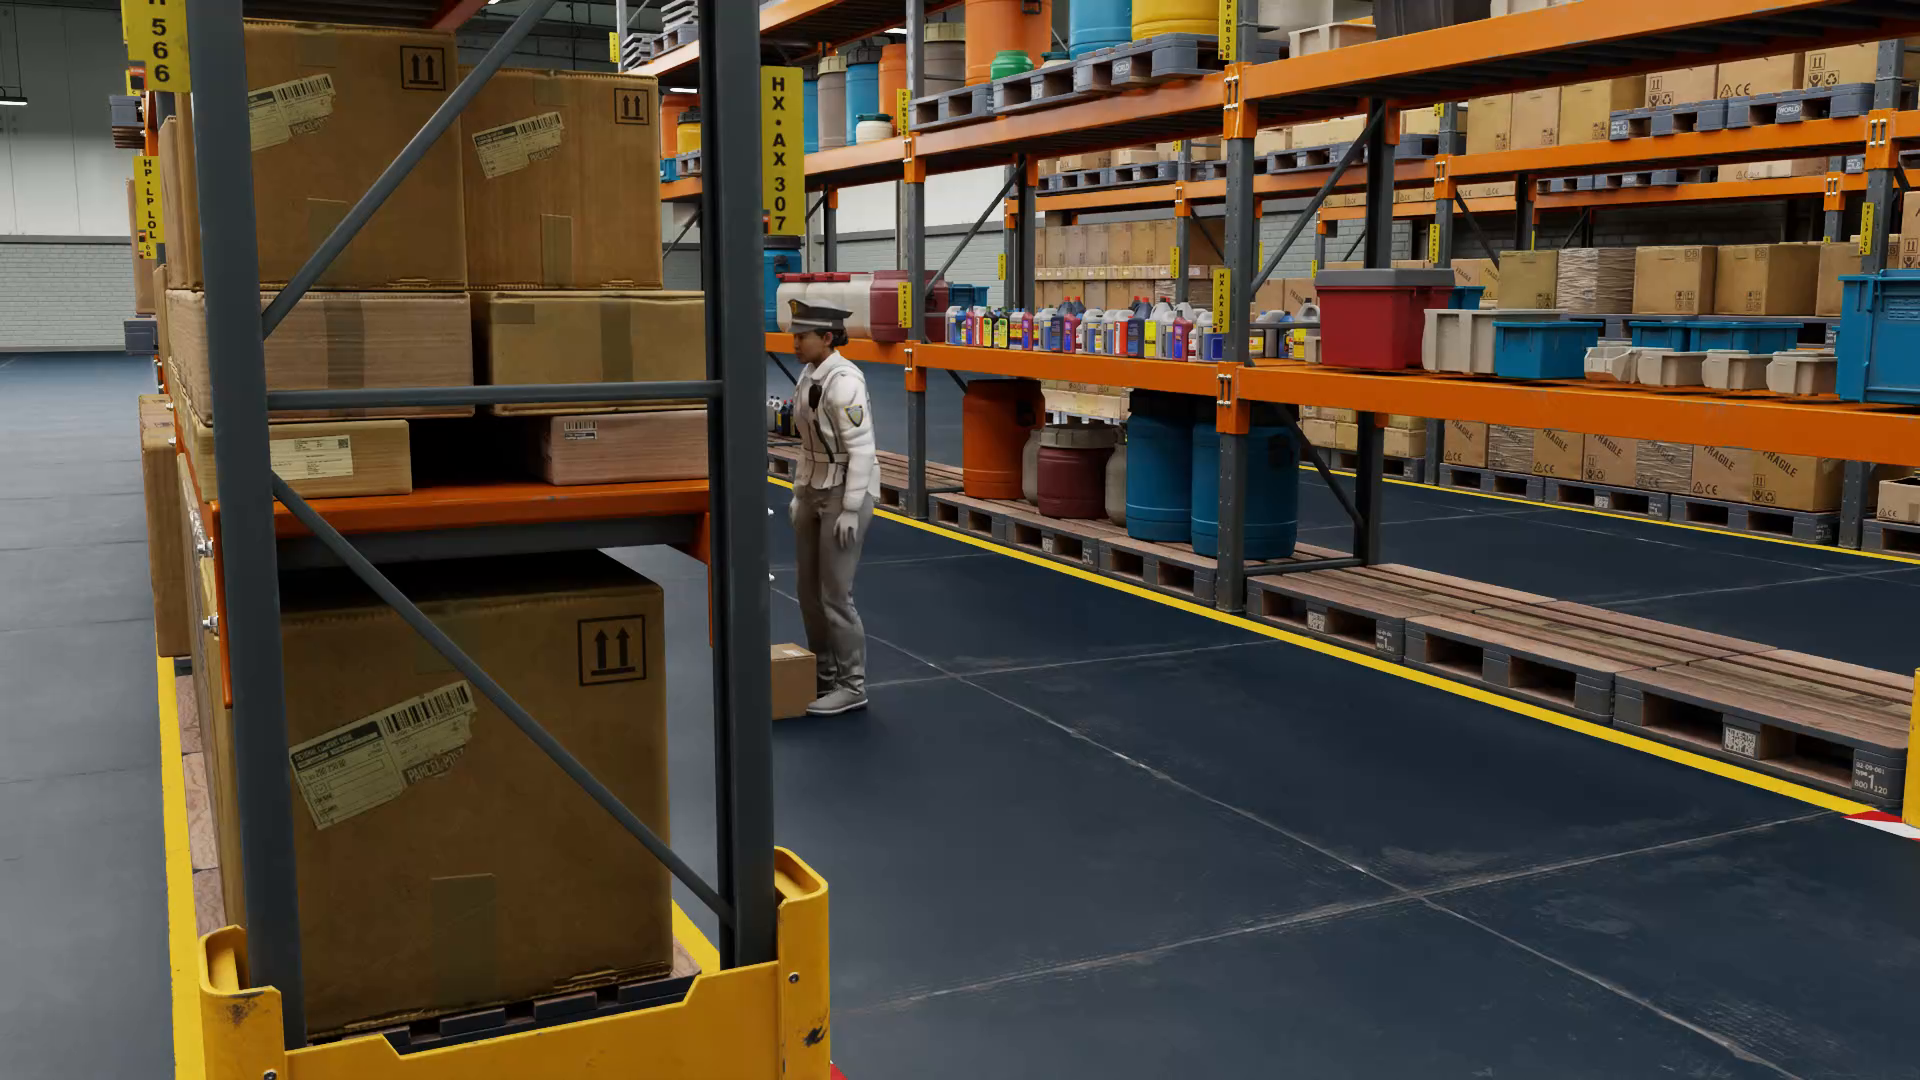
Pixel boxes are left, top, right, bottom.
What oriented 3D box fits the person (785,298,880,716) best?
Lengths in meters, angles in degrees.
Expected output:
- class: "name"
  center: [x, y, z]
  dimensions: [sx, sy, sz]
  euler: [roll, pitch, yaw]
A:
- class: "person"
  center: [-0.528, -0.140, 6.747]
  dimensions: [0.371, 1.666, 0.547]
  euler: [-5, 10, -29]
